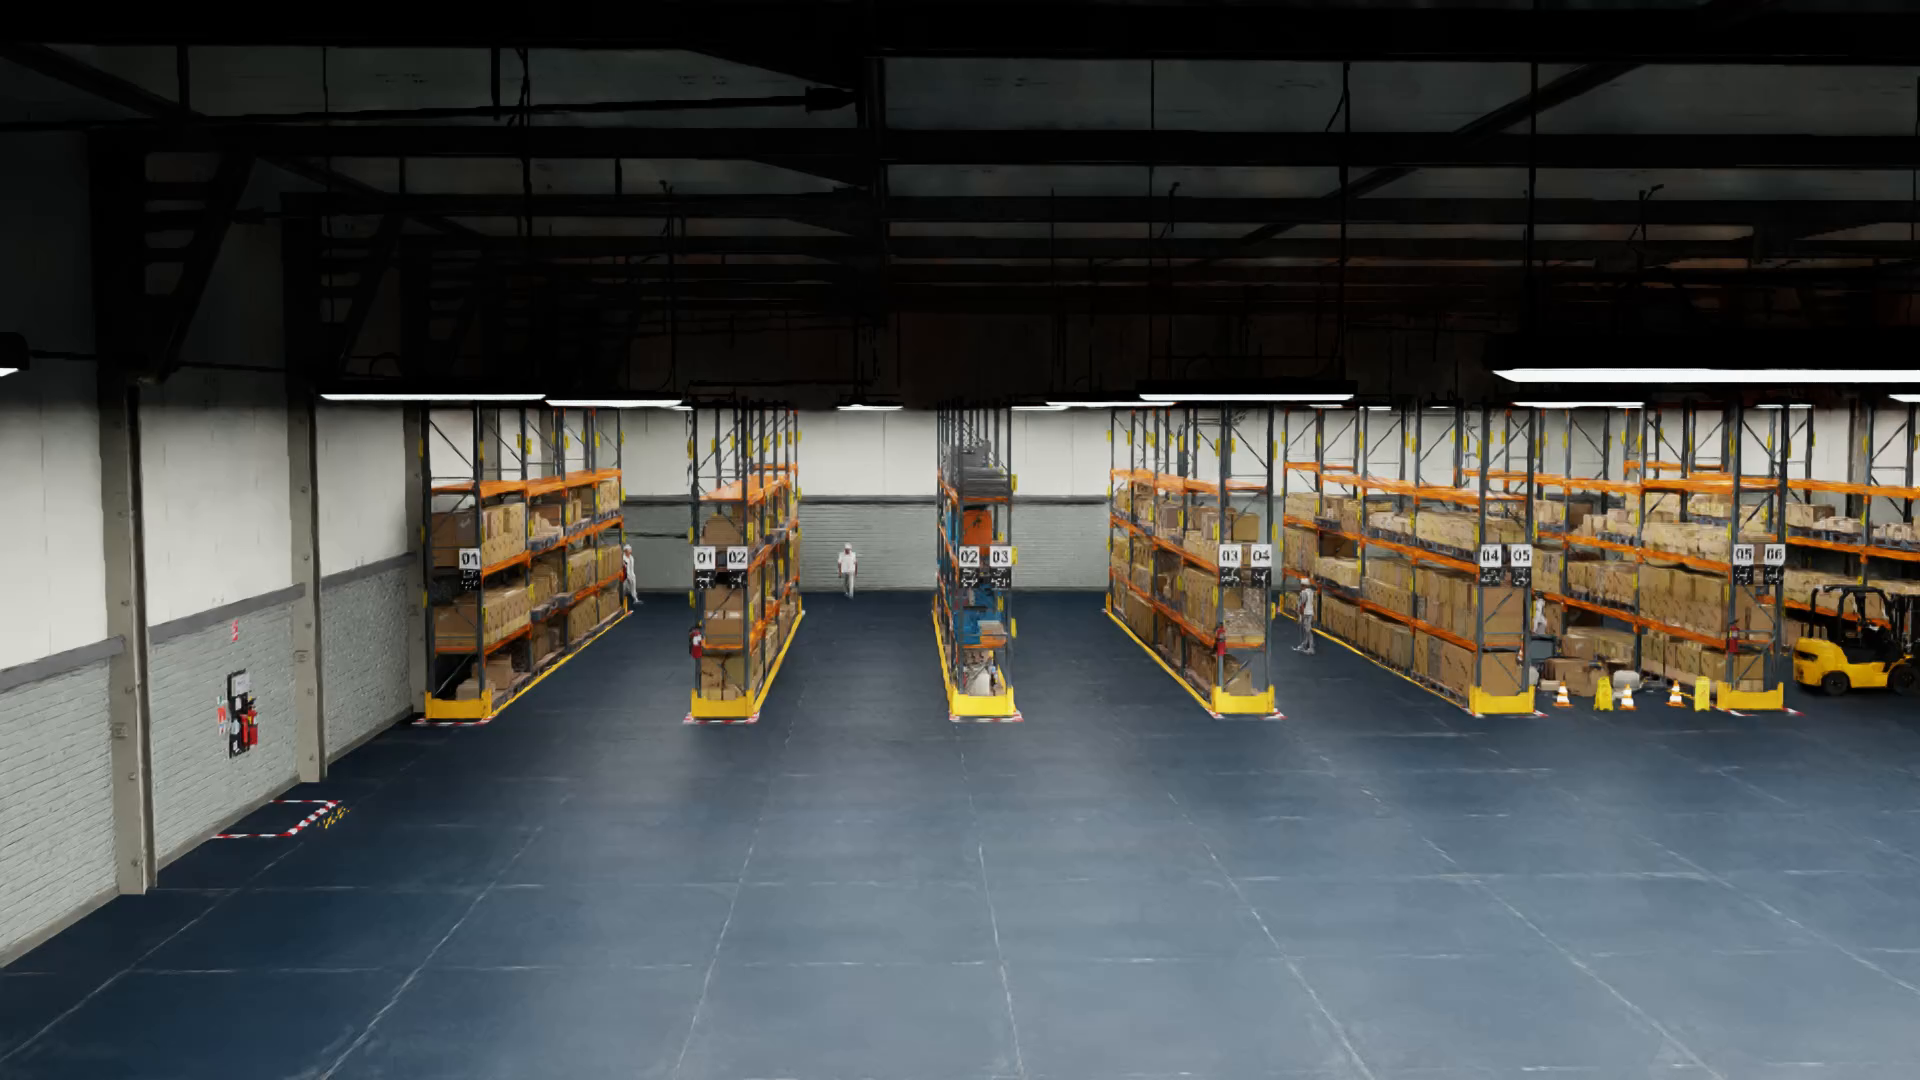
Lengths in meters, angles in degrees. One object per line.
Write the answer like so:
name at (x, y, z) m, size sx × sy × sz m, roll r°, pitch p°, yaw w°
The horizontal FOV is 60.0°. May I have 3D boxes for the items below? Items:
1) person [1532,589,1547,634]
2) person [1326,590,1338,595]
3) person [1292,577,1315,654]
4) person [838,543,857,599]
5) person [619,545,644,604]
person at (13.178, 1.949, 37.915) m, size 0.540 × 1.664 × 0.561 m, roll 2°, pitch 5°, yaw 25°
person at (11.211, 0.990, 50.060) m, size 0.614 × 1.762 × 0.594 m, roll -3°, pitch 5°, yaw -34°
person at (8.154, 1.773, 39.425) m, size 0.594 × 1.782 × 0.675 m, roll 2°, pitch 5°, yaw 23°
person at (-3.456, 0.929, 51.026) m, size 0.577 × 1.691 × 1.121 m, roll 0°, pitch 4°, yaw 0°
person at (-9.779, 1.027, 49.110) m, size 0.566 × 1.781 × 0.718 m, roll 3°, pitch 5°, yaw 36°
